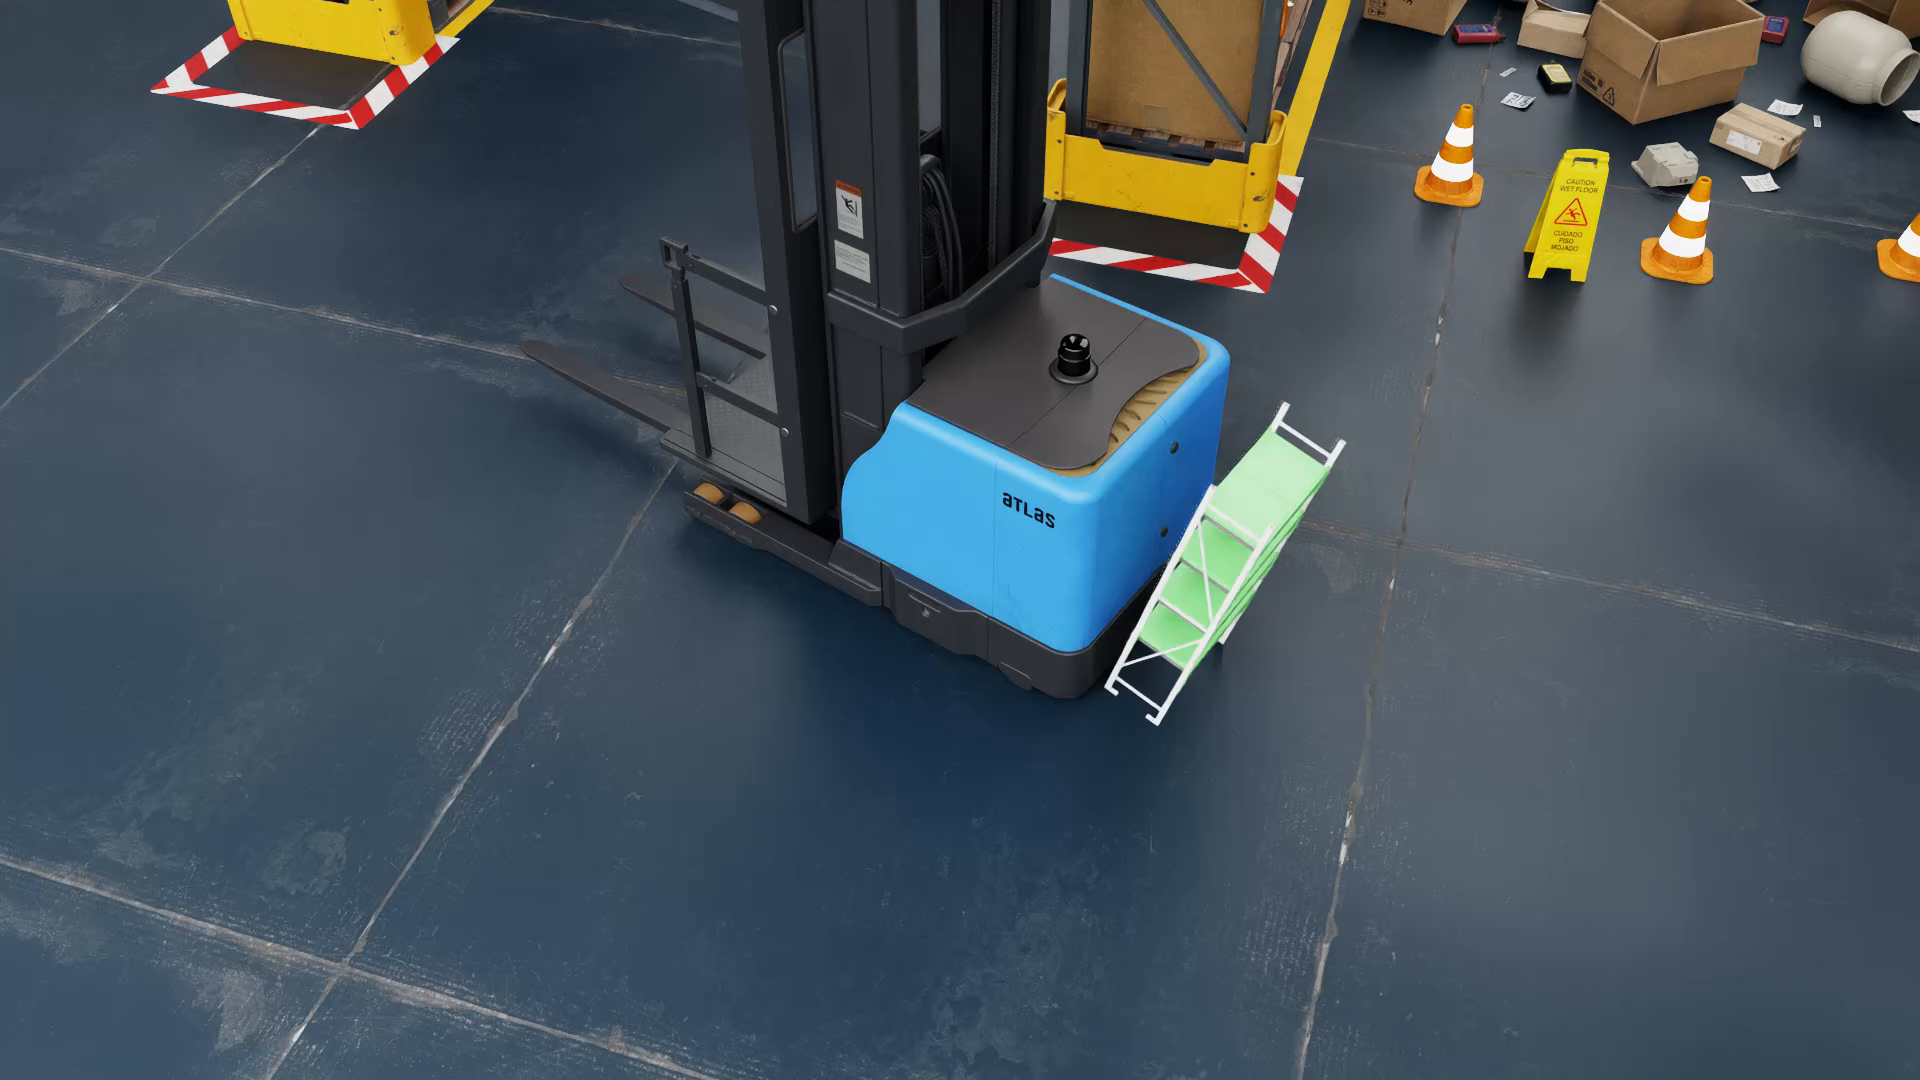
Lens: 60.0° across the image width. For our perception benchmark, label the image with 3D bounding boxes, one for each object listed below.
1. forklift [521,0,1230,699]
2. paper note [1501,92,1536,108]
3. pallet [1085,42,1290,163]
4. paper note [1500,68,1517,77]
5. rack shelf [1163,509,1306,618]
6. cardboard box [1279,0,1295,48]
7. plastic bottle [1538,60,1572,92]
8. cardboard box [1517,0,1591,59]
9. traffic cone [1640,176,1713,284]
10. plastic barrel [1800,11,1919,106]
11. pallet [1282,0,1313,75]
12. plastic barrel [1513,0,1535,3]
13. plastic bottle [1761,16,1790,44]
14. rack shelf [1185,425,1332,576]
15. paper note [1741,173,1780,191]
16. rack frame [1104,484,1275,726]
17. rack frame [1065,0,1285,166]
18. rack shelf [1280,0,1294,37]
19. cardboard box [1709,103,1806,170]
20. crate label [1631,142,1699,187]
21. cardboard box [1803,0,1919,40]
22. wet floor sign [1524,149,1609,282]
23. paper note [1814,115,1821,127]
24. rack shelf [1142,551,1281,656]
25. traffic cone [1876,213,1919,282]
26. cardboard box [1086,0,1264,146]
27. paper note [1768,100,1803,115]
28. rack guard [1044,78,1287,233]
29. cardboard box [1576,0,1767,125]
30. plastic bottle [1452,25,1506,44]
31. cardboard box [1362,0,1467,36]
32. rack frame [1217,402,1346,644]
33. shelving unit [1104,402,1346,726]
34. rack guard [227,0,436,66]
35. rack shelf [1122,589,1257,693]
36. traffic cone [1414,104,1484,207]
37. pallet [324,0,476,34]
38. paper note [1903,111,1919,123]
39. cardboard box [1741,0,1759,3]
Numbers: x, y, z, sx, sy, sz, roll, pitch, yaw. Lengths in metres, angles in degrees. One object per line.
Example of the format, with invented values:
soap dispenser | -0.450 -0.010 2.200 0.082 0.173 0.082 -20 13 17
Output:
forklift | -0.510 -1.306 5.989 3.031 2.935 1.130 27 50 25
paper note | 3.099 -2.444 9.227 0.144 0.017 0.142 28 51 26
pallet | 1.186 -2.401 9.052 1.003 0.211 1.213 13 46 13
paper note | 3.120 -2.663 9.464 0.123 0.001 0.032 -33 53 -29
rack shelf | 0.928 0.008 5.616 0.258 0.148 0.480 36 53 13
cardboard box | 1.426 -3.291 9.188 0.875 0.875 0.875 12 46 12
plastic bottle | 3.349 -2.626 9.390 0.133 0.061 0.283 -2 44 -2
cardboard box | 3.465 -3.001 9.627 0.396 0.266 0.258 20 48 19
traffic cone | 3.507 -1.528 7.981 0.336 0.463 0.334 13 46 13
plastic barrel | 4.950 -2.643 9.149 0.421 0.421 0.512 -24 49 -22
pallet | 1.558 -3.211 9.881 1.003 0.211 1.213 13 46 13
plastic barrel | 3.349 -3.512 10.036 0.421 0.421 0.512 -24 49 -22
plastic bottle | 4.800 -3.020 9.792 0.133 0.061 0.283 20 48 19
rack shelf | 0.977 -0.133 5.429 0.258 0.148 0.480 36 53 13
paper note | 4.156 -1.857 8.626 0.148 0.019 0.142 -2 44 -2
rack frame | 0.751 0.251 5.612 0.240 1.200 0.015 36 53 13
rack frame | 1.019 -2.848 7.515 1.000 3.000 0.127 13 46 13
rack shelf | 1.625 -3.924 9.129 1.077 0.370 4.000 13 46 13
cardboard box | 4.239 -2.149 8.840 0.250 0.149 0.380 -33 53 -29
crate label | 3.686 -1.949 8.644 0.250 0.136 0.298 -9 45 -9
cardboard box | 5.357 -3.214 9.676 0.500 0.500 0.500 -24 49 -22
wet floor sign | 2.897 -1.568 7.891 0.267 0.644 0.232 5 45 5
paper note | 4.681 -2.287 9.080 0.032 0.001 0.123 13 46 13
rack shelf | 0.879 0.149 5.804 0.258 0.148 0.480 36 53 13
traffic cone | 4.668 -1.520 7.972 0.336 0.463 0.334 13 46 13
cardboard box | 1.161 -2.704 8.588 0.875 0.875 0.875 13 46 13
paper note | 4.556 -2.388 9.176 0.148 0.019 0.142 28 51 26
rack guard | 1.012 -1.938 8.373 1.175 0.500 0.348 13 46 13
cardboard box | 3.886 -2.681 9.130 0.797 0.503 0.637 -16 47 -16
plastic bottle | 3.041 -2.962 9.733 0.283 0.061 0.133 -2 44 -2
cardboard box | 2.738 -3.369 9.834 0.500 0.500 0.500 20 48 19
rack frame | 1.033 -0.028 5.896 0.240 1.200 0.015 36 53 13
shelving unit | 0.892 0.112 5.754 0.258 1.200 0.503 36 53 13
rack guard | -3.655 -3.123 9.584 1.175 0.500 0.348 13 46 13
rack shelf | 0.830 0.290 5.992 0.258 0.148 0.480 36 53 13
traffic cone | 2.533 -1.994 8.457 0.336 0.463 0.334 13 46 13
pallet | -3.375 -3.554 10.231 1.003 0.211 1.213 13 46 13
paper note | 5.264 -2.319 9.098 0.142 0.019 0.148 -2 44 -2
cardboard box | 4.686 -3.467 10.103 0.258 0.266 0.396 -16 47 -16
